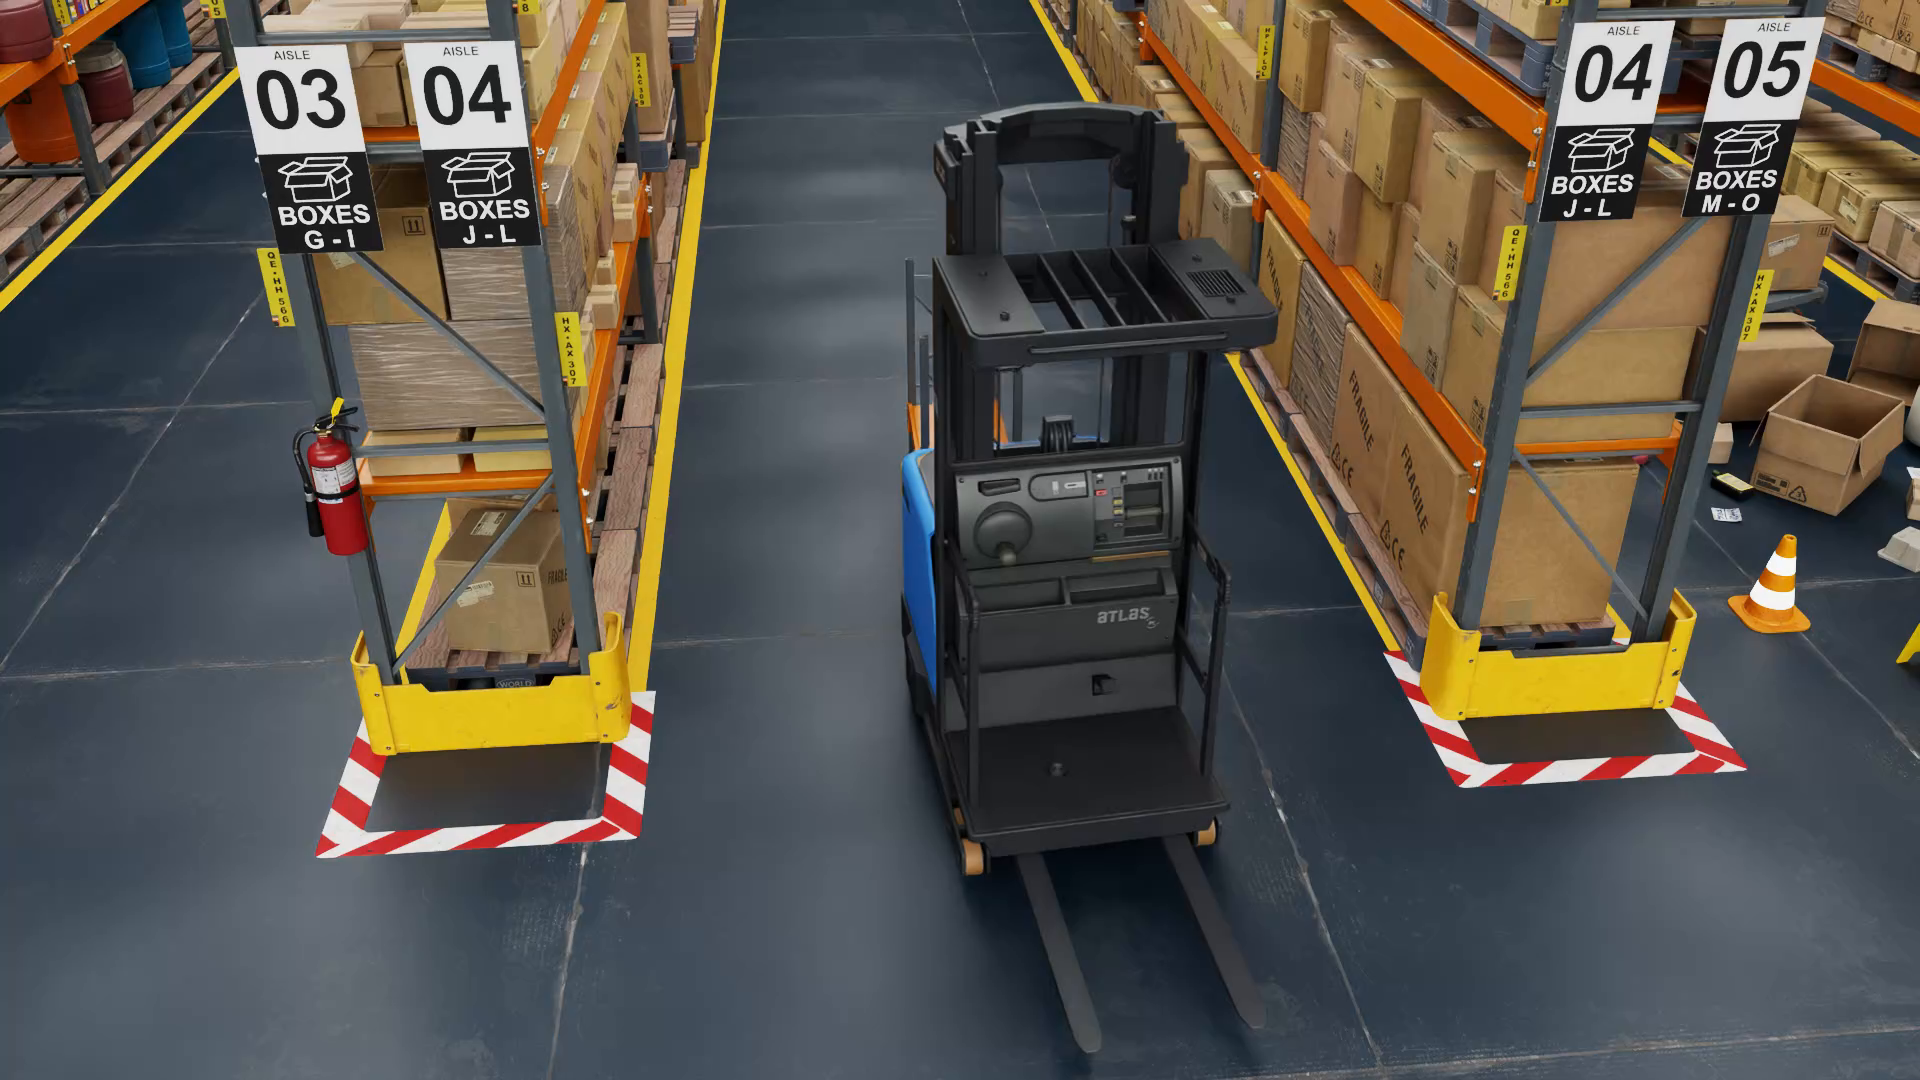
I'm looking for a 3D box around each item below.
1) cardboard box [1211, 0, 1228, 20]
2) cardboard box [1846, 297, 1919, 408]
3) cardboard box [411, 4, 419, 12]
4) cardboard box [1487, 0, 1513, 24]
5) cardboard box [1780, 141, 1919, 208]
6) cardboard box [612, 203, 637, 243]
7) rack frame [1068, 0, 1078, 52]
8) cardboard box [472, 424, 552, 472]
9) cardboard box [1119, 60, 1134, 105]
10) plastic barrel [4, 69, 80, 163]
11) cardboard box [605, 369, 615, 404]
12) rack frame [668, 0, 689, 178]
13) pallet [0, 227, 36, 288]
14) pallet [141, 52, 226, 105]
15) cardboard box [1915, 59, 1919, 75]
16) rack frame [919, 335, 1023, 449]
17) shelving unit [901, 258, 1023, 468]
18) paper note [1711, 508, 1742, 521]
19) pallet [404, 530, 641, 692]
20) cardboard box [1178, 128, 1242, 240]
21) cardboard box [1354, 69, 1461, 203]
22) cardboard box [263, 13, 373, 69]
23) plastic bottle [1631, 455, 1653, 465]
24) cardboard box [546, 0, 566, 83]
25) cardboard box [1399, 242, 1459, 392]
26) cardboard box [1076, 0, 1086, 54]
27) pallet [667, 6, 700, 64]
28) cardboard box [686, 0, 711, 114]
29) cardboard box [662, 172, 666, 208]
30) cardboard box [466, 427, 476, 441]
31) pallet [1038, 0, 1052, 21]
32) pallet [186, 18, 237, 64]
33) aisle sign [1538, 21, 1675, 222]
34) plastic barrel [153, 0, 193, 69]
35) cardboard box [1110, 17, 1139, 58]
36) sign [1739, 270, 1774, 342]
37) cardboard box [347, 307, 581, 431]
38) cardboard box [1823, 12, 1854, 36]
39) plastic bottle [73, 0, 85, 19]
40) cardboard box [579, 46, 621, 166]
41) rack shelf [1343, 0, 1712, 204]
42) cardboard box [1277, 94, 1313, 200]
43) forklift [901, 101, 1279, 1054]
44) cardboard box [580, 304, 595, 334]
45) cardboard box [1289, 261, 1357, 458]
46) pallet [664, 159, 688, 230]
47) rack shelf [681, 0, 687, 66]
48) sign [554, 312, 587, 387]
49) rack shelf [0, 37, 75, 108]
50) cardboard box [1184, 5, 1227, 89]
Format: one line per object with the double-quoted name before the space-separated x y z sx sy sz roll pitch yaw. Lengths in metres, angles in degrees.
"cardboard box" 2.250 -4.109 12.132 0.700 0.500 0.500 -3 31 -5
"cardboard box" 6.109 -1.210 10.786 0.500 0.500 0.500 20 36 29
"cardboard box" -2.477 -2.089 7.044 0.500 0.250 0.500 -3 31 -4
"cardboard box" 2.427 -2.249 6.902 0.380 0.149 0.250 -3 31 -4
"cardboard box" 7.175 -2.936 13.393 0.950 0.372 0.625 -2 31 -3
"cardboard box" -2.079 -1.835 9.642 0.380 0.149 0.250 -3 31 -5
"rack frame" 1.697 -6.690 17.525 1.000 3.000 0.127 -3 31 -5
"cardboard box" -1.919 -0.426 7.284 0.380 0.149 0.250 -3 31 -5
"cardboard box" 1.749 -4.078 15.181 0.500 0.500 0.500 -3 31 -5
"plastic barrel" -7.871 -3.722 14.263 0.600 0.830 0.708 -3 31 -5
"cardboard box" -2.445 -1.028 10.075 0.500 0.500 0.500 7 32 11
"rack frame" -2.877 -4.462 13.795 1.000 3.000 0.127 -3 31 -5
"pallet" -7.664 -2.008 12.407 1.003 0.211 1.213 -3 31 -5
"pallet" -8.151 -4.674 16.869 1.003 0.211 1.213 -3 31 -5
"cardboard box" 7.034 -3.352 11.772 0.380 0.149 0.250 -4 31 -6
"rack frame" 0.055 -0.341 8.358 0.500 1.500 0.032 -3 31 -5
"shelving unit" 0.007 -0.605 8.800 0.587 1.500 1.083 -3 31 -5
"paper note" 4.366 -0.149 9.471 0.144 0.017 0.142 8 32 13
"pallet" -2.177 0.365 8.434 1.003 0.211 1.213 -3 31 -5
"cardboard box" 2.211 -2.625 12.505 1.050 0.750 0.750 -3 31 -5
"cardboard box" 2.583 -2.116 8.668 0.875 0.550 0.500 -3 31 -5
"cardboard box" -2.466 -1.899 6.336 0.380 0.149 0.250 -3 31 -5
"plastic bottle" 4.030 -0.493 10.016 0.283 0.061 0.133 -14 33 -22
"cardboard box" -1.971 -2.122 7.099 0.500 0.250 0.500 -3 31 -6
"cardboard box" 2.665 -1.095 8.011 0.875 0.550 0.550 -3 31 -5
"cardboard box" 1.502 -5.407 17.406 0.500 0.500 0.500 -2 31 -3
"pallet" -2.704 -4.021 13.243 1.213 0.211 1.003 -3 31 -5
"cardboard box" -2.996 -4.539 15.586 1.225 0.875 0.875 -3 31 -4
"cardboard box" -2.730 -2.954 13.279 0.700 0.500 0.500 -5 31 -9
"cardboard box" -2.384 -0.533 7.462 0.380 0.149 0.250 -3 31 -5
"pallet" 1.482 -6.458 19.857 1.003 0.211 1.213 -3 31 -5
"pallet" -8.289 -5.443 18.157 1.003 0.211 1.213 -3 31 -5
"aisle sign" 2.526 -1.629 6.517 0.394 0.787 0.004 -3 31 -5
"plastic barrel" -8.148 -5.268 16.780 0.600 0.901 0.708 -3 31 -5
"cardboard box" 1.688 -4.671 15.441 0.500 0.250 0.500 -2 31 -4
"sign" 3.371 -0.993 7.065 0.100 0.325 0.005 -3 31 -5
"cardboard box" -2.153 -0.830 7.327 0.875 0.500 0.500 -3 31 -5
"cardboard box" 6.938 -4.007 12.868 0.380 0.149 0.250 -2 31 -3
"plastic bottle" -7.512 -4.581 14.108 0.061 0.283 0.133 -3 31 -5
"cardboard box" -2.093 -2.292 8.800 0.500 0.500 0.500 -3 31 -5
"rack shelf" 2.631 -2.563 8.393 1.077 0.370 4.000 -3 31 -5
"cardboard box" 2.491 -2.482 10.334 0.875 0.550 0.550 -3 31 -5
"forklift" 0.486 -0.068 6.505 1.130 2.935 3.031 -5 31 -9
"cardboard box" -2.042 -1.064 8.352 0.380 0.149 0.250 -3 31 -5
"cardboard box" 2.522 -1.089 9.811 0.875 0.875 0.875 -3 31 -4
"pallet" -2.805 -2.866 13.842 1.003 0.211 1.213 -3 31 -5
"rack shelf" -3.064 -5.174 15.689 1.077 0.370 4.000 -3 31 -5
"sign" -1.589 -0.775 6.778 0.100 0.325 0.005 -3 31 -5
"rack shelf" -7.621 -2.895 11.872 1.077 0.370 4.000 -3 31 -5
"cardboard box" 1.985 -3.677 12.384 0.500 0.500 0.500 -3 31 -5
